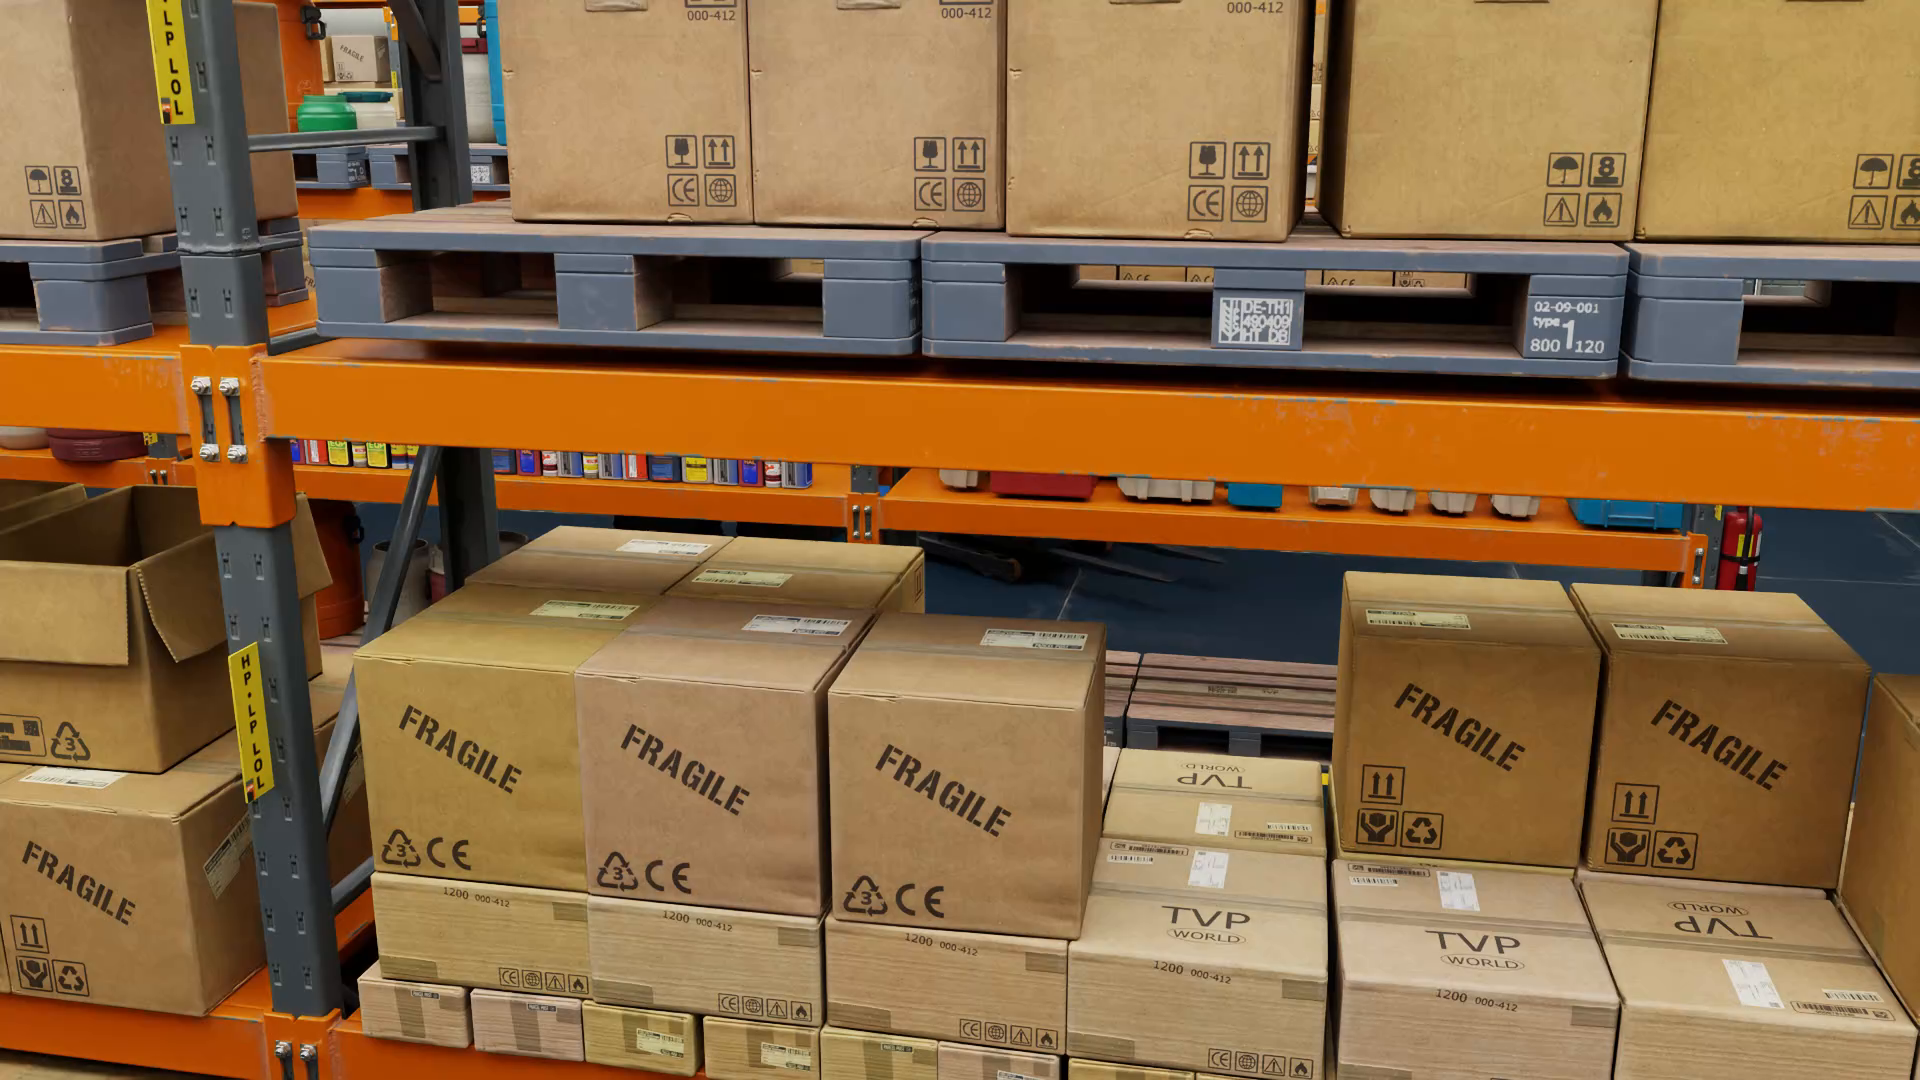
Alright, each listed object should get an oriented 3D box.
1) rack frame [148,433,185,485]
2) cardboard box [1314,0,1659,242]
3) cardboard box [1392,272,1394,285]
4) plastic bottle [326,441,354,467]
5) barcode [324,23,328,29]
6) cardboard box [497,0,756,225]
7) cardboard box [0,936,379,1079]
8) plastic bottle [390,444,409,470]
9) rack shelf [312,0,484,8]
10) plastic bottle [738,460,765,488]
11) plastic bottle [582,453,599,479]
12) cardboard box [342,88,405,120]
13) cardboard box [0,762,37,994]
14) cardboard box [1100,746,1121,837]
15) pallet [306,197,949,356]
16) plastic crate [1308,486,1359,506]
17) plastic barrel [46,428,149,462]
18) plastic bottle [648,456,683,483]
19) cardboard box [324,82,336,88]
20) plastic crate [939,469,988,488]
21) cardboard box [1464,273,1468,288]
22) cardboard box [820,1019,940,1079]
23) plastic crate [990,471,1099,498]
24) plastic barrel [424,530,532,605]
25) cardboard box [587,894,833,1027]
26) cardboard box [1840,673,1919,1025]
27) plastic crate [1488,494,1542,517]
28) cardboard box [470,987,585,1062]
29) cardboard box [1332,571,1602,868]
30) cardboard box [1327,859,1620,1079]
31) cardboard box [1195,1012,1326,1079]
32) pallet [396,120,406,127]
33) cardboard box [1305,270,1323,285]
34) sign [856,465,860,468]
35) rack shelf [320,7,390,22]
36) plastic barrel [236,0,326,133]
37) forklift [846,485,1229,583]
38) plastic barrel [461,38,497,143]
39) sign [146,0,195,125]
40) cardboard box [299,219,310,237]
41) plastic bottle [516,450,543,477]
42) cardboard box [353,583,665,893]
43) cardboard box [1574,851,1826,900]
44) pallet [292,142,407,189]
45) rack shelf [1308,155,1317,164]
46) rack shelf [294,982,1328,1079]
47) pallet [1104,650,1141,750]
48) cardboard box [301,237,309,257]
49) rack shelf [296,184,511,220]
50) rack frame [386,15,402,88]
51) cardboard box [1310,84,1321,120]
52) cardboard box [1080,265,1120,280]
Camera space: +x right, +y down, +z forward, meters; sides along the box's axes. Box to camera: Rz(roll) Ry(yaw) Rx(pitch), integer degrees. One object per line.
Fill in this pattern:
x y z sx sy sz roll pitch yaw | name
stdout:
-4.312 -0.749 9.578 0.127 3.000 1.000 3 16 11 | rack frame
0.976 -0.862 3.206 0.500 0.500 0.700 2 16 7 | cardboard box
3.622 -2.268 13.000 0.500 0.500 0.500 3 16 12 | cardboard box
-3.377 -0.542 9.048 0.133 0.283 0.061 3 16 11 | plastic bottle
-7.534 -6.101 19.722 0.075 0.075 0.001 3 16 11 | barcode
-0.601 -0.959 3.556 0.500 0.500 0.700 2 16 8 | cardboard box
-2.011 1.552 4.464 0.875 0.875 1.225 3 16 11 | cardboard box
-3.034 -0.523 9.000 0.097 0.271 0.097 0 15 0 | plastic bottle
-5.281 -4.503 13.988 4.000 0.370 1.077 3 16 11 | rack shelf
-1.079 -0.417 8.598 0.133 0.283 0.061 3 16 11 | plastic bottle
-1.946 -0.430 8.797 0.097 0.201 0.097 0 15 0 | plastic bottle
-4.853 -3.687 14.057 0.500 0.250 0.500 3 16 10 | cardboard box
-2.376 0.729 4.053 0.500 0.500 0.500 4 16 13 | cardboard box
0.113 0.697 4.081 0.500 0.250 0.500 3 16 12 | cardboard box
-0.580 -0.598 3.577 1.213 0.211 1.003 3 16 11 | pallet
1.839 -0.260 8.194 0.250 0.136 0.298 3 16 11 | plastic crate
-4.827 -0.760 9.363 0.708 0.536 0.600 3 16 11 | plastic barrel
-1.540 -0.486 8.720 0.185 0.351 0.144 3 16 11 | plastic bottle
-7.295 -5.050 19.259 0.500 0.500 0.500 2 16 6 | cardboard box
0.035 -0.376 8.613 0.243 0.136 0.396 3 16 11 | plastic crate
4.027 -2.101 12.398 0.500 0.500 0.500 3 16 11 | cardboard box
-0.131 1.038 3.597 0.250 0.149 0.380 3 16 10 | cardboard box
0.432 -0.483 8.385 0.583 0.464 0.402 3 16 11 | plastic crate
-2.723 0.292 9.550 0.708 0.588 0.600 3 16 11 | plastic barrel
-0.485 0.809 3.675 0.500 0.250 0.500 3 16 11 | cardboard box
2.010 0.582 3.090 0.500 0.500 0.500 3 16 12 | cardboard box
2.692 -0.222 8.055 0.243 0.136 0.396 3 16 11 | plastic crate
-0.898 0.997 3.745 0.250 0.149 0.380 3 16 9 | cardboard box
1.125 0.391 3.782 0.500 0.500 0.500 3 16 10 | cardboard box
1.017 0.890 3.383 0.500 0.250 0.500 3 16 9 | cardboard box
0.628 1.079 3.449 0.250 0.149 0.380 3 16 12 | cardboard box
-4.004 -3.412 13.926 1.003 0.211 1.213 4 16 14 | pallet
2.520 -2.182 12.688 0.500 0.500 0.500 4 16 13 | cardboard box
-0.504 -0.526 8.254 0.005 0.325 0.100 3 16 11 | sign
-8.218 -6.203 19.382 4.000 0.370 1.077 3 16 11 | rack shelf
-3.757 -2.573 8.953 0.708 0.830 0.600 3 16 11 | plastic barrel
0.490 -1.275 11.603 3.031 2.935 1.130 15 21 42 | forklift
-2.545 -2.408 8.906 0.433 0.535 0.433 0 15 0 | plastic barrel
-1.478 -0.945 3.107 0.005 0.325 0.100 3 16 11 | sign
-7.764 -3.852 19.616 0.500 0.500 0.500 3 16 9 | cardboard box
-2.290 -0.483 8.835 0.133 0.283 0.061 3 16 11 | plastic bottle
-0.961 0.419 3.680 0.500 0.500 0.500 3 16 11 | cardboard box
1.613 0.779 3.786 0.500 0.250 0.500 3 16 10 | cardboard box
-3.582 -2.038 8.964 1.213 0.211 1.003 3 16 11 | pallet
2.558 -2.825 12.799 4.000 0.370 1.077 3 16 11 | rack shelf
0.580 1.212 3.845 4.000 0.370 1.077 3 16 11 | rack shelf
0.336 0.836 9.078 1.213 0.211 1.003 3 16 11 | pallet
-7.765 -3.489 19.710 0.500 0.250 0.500 3 16 11 | cardboard box
-2.352 -1.742 8.890 4.000 0.370 1.077 3 16 11 | rack shelf
-6.258 -6.445 18.902 0.127 3.000 1.000 3 16 11 | rack frame
2.493 -3.273 12.415 0.500 0.250 0.500 3 16 11 | cardboard box
1.004 -2.264 12.984 0.500 0.500 0.500 4 16 13 | cardboard box
